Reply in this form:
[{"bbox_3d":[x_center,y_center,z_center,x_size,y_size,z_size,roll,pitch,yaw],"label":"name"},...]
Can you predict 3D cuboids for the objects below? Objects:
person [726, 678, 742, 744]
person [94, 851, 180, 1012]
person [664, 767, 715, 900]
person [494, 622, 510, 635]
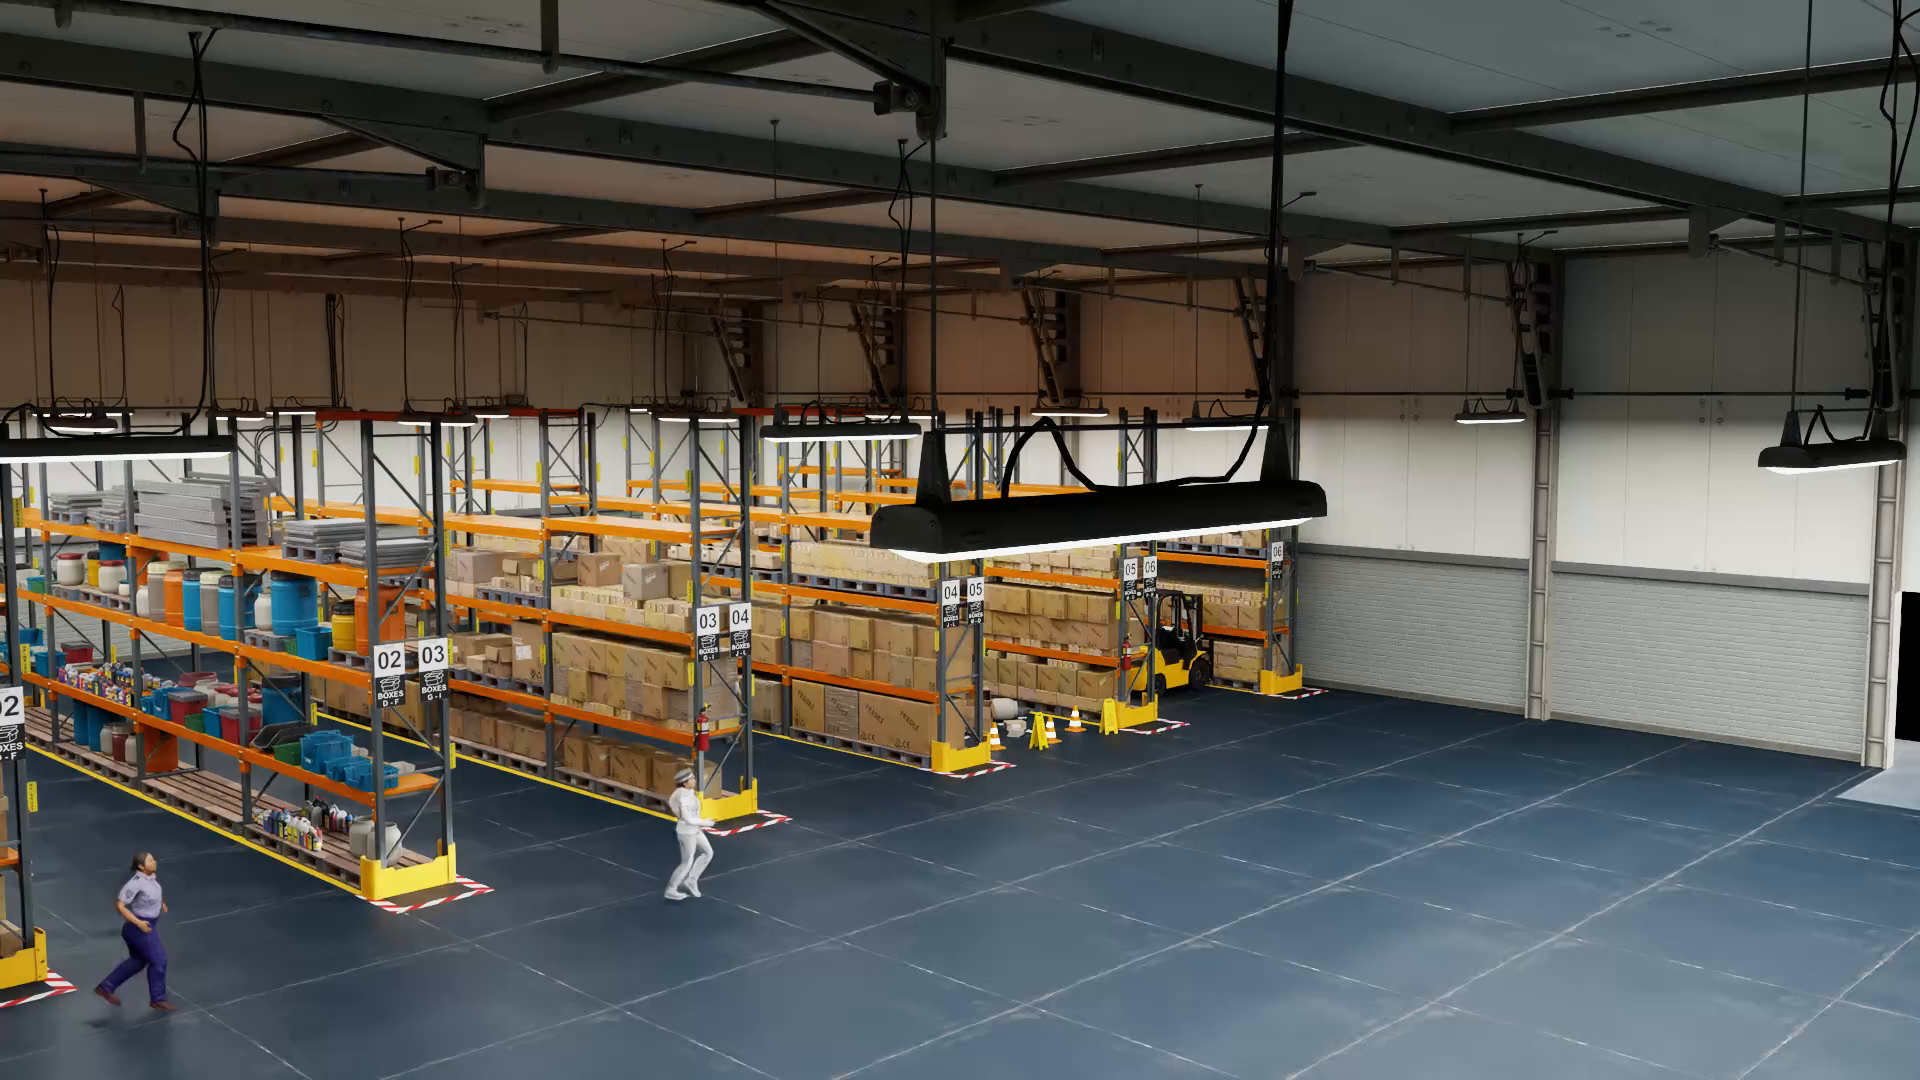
[{"bbox_3d":[-4.187,2.849,30.026,0.540,1.647,0.614,5,7,43],"label":"person"},{"bbox_3d":[-8.443,4.016,17.012,0.803,1.692,0.617,-2,5,-17],"label":"person"},{"bbox_3d":[-3.384,3.661,20.764,0.644,1.685,0.619,-1,5,-9],"label":"person"},{"bbox_3d":[-11.239,1.886,40.711,0.547,1.705,0.744,1,5,16],"label":"person"}]
